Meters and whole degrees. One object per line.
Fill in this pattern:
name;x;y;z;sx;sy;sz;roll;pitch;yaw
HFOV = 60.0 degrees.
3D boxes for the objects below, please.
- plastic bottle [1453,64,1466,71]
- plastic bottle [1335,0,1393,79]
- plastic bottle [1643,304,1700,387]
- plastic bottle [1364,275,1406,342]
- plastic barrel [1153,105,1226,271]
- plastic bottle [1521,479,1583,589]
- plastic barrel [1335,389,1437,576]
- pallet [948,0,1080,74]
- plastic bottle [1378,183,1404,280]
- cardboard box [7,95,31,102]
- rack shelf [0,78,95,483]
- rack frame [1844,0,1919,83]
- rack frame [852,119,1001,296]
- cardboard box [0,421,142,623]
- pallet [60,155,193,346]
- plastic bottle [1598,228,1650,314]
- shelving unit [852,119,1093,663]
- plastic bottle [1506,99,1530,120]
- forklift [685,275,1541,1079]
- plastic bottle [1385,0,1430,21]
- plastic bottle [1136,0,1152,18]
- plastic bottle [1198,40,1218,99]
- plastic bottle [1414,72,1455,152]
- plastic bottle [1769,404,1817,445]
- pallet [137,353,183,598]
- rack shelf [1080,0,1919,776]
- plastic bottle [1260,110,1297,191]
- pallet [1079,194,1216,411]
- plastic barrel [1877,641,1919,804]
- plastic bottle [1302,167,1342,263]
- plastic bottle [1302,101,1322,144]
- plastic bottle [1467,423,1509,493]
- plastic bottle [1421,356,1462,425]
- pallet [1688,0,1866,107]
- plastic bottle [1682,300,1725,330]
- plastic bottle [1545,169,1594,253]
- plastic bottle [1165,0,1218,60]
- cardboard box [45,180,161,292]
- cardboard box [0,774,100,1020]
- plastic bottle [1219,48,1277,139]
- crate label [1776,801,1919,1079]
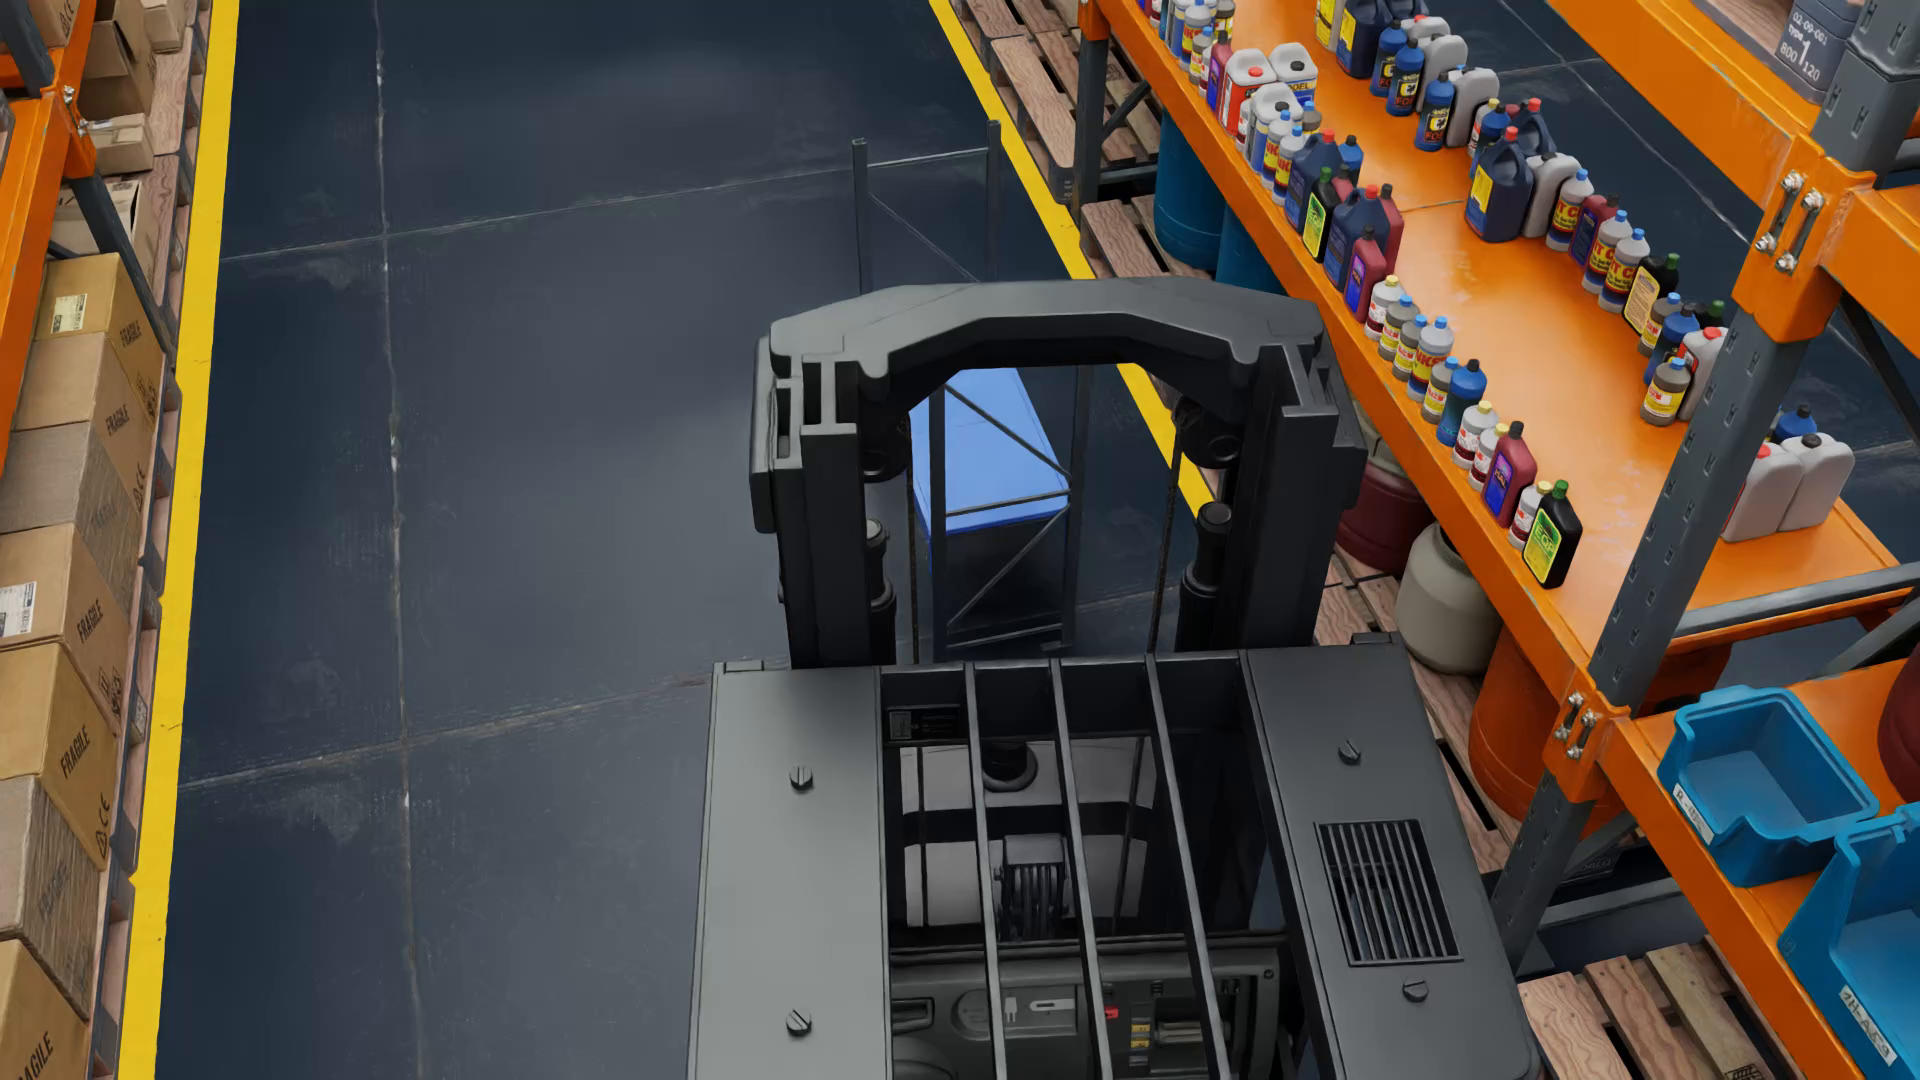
plastic bottle;1.739;-1.567;5.824;0.097;0.201;0.097;0;46;0
plastic bottle;1.472;-1.872;6.019;0.144;0.351;0.185;-11;47;-10
plastic bottle;2.057;-0.562;4.791;0.097;0.271;0.097;0;46;0
plastic bottle;1.275;-0.701;4.976;0.097;0.201;0.097;0;46;0
plastic barrel;1.135;-1.652;6.944;0.600;0.901;0.708;-11;47;-10
plastic bottle;1.520;-0.017;4.248;0.061;0.283;0.133;-11;47;-10
plastic barrel;1.605;-0.273;5.812;0.600;0.588;0.708;-11;47;-10
pallet;0.470;-2.986;9.029;1.003;0.211;1.213;-11;47;-10
plastic bottle;1.319;-0.960;5.172;0.061;0.283;0.133;-11;47;-10
cardboard box;-4.389;-1.787;7.476;0.500;0.311;0.500;-11;47;-10
rack shelf;-3.265;-0.082;4.734;1.077;0.370;4.000;-11;47;-10
rack frame;2.036;-1.956;1.866;1.000;3.000;0.127;-11;47;-10
rack frame;-0.108;-0.817;6.001;0.500;1.500;0.032;-11;47;-10
cardboard box;-3.128;-0.016;5.608;0.500;0.500;0.500;-10;46;-10
pallet;-3.952;-1.213;7.291;1.003;0.211;1.213;-11;47;-10
plastic bottle;2.023;-0.825;5.048;0.097;0.271;0.097;0;46;0
shelving unit;0.022;-0.466;5.657;0.538;1.500;1.048;-11;47;-10
plastic bottle;1.845;-1.359;5.563;0.061;0.283;0.133;-11;47;-10
forklift;0.174;1.103;3.117;1.130;2.935;3.031;-2;46;-2
plastic bottle;1.611;-1.898;6.045;0.144;0.351;0.185;-11;47;-10
plastic bottle;0.728;-2.154;6.342;0.061;0.283;0.133;-11;47;-10
plastic bottle;0.909;-1.687;5.942;0.097;0.201;0.097;0;46;0
plastic bottle;1.626;-1.471;5.681;0.097;0.271;0.097;0;46;0
plastic bottle;2.234;-0.254;4.489;0.097;0.271;0.097;0;46;0
pallet;-3.533;-0.184;6.283;1.003;0.211;1.213;-11;47;-10
rack shelf;1.524;-0.985;5.619;1.077;0.370;4.000;-11;47;-10
plastic bottle;1.062;-1.299;5.513;0.097;0.271;0.097;0;46;0
pallet;1.169;-1.101;7.182;1.003;0.211;1.213;-11;47;-10
plastic barrel;2.448;0.361;3.701;0.600;0.536;0.708;-11;47;-10
plastic bottle;1.146;-1.025;5.236;0.061;0.283;0.133;-11;47;-10
plastic bottle;1.174;-1.395;5.656;0.097;0.201;0.097;0;46;0
plastic bottle;1.449;-0.230;4.515;0.097;0.201;0.097;0;46;0
plastic bottle;1.374;-0.432;4.712;0.097;0.201;0.097;0;46;0
pallet;1.935;-1.386;3.540;1.003;0.211;1.213;-11;47;-10
plastic bottle;2.129;-0.593;4.813;0.061;0.283;0.133;-11;47;-10
plastic bottle;1.939;-1.051;5.270;0.097;0.271;0.097;0;46;0
plastic bottle;0.856;-1.933;6.131;0.152;0.276;0.135;-11;47;-10
cardboard box;-3.676;-1.257;6.956;0.500;0.311;0.500;-11;47;-10
cardboard box;-2.733;1.041;4.572;0.500;0.500;0.500;-12;47;-12
plastic bottle;0.999;-1.546;5.752;0.152;0.276;0.135;-11;47;-10
crate label;2.029;0.867;3.276;0.502;0.435;0.616;-11;47;-10
